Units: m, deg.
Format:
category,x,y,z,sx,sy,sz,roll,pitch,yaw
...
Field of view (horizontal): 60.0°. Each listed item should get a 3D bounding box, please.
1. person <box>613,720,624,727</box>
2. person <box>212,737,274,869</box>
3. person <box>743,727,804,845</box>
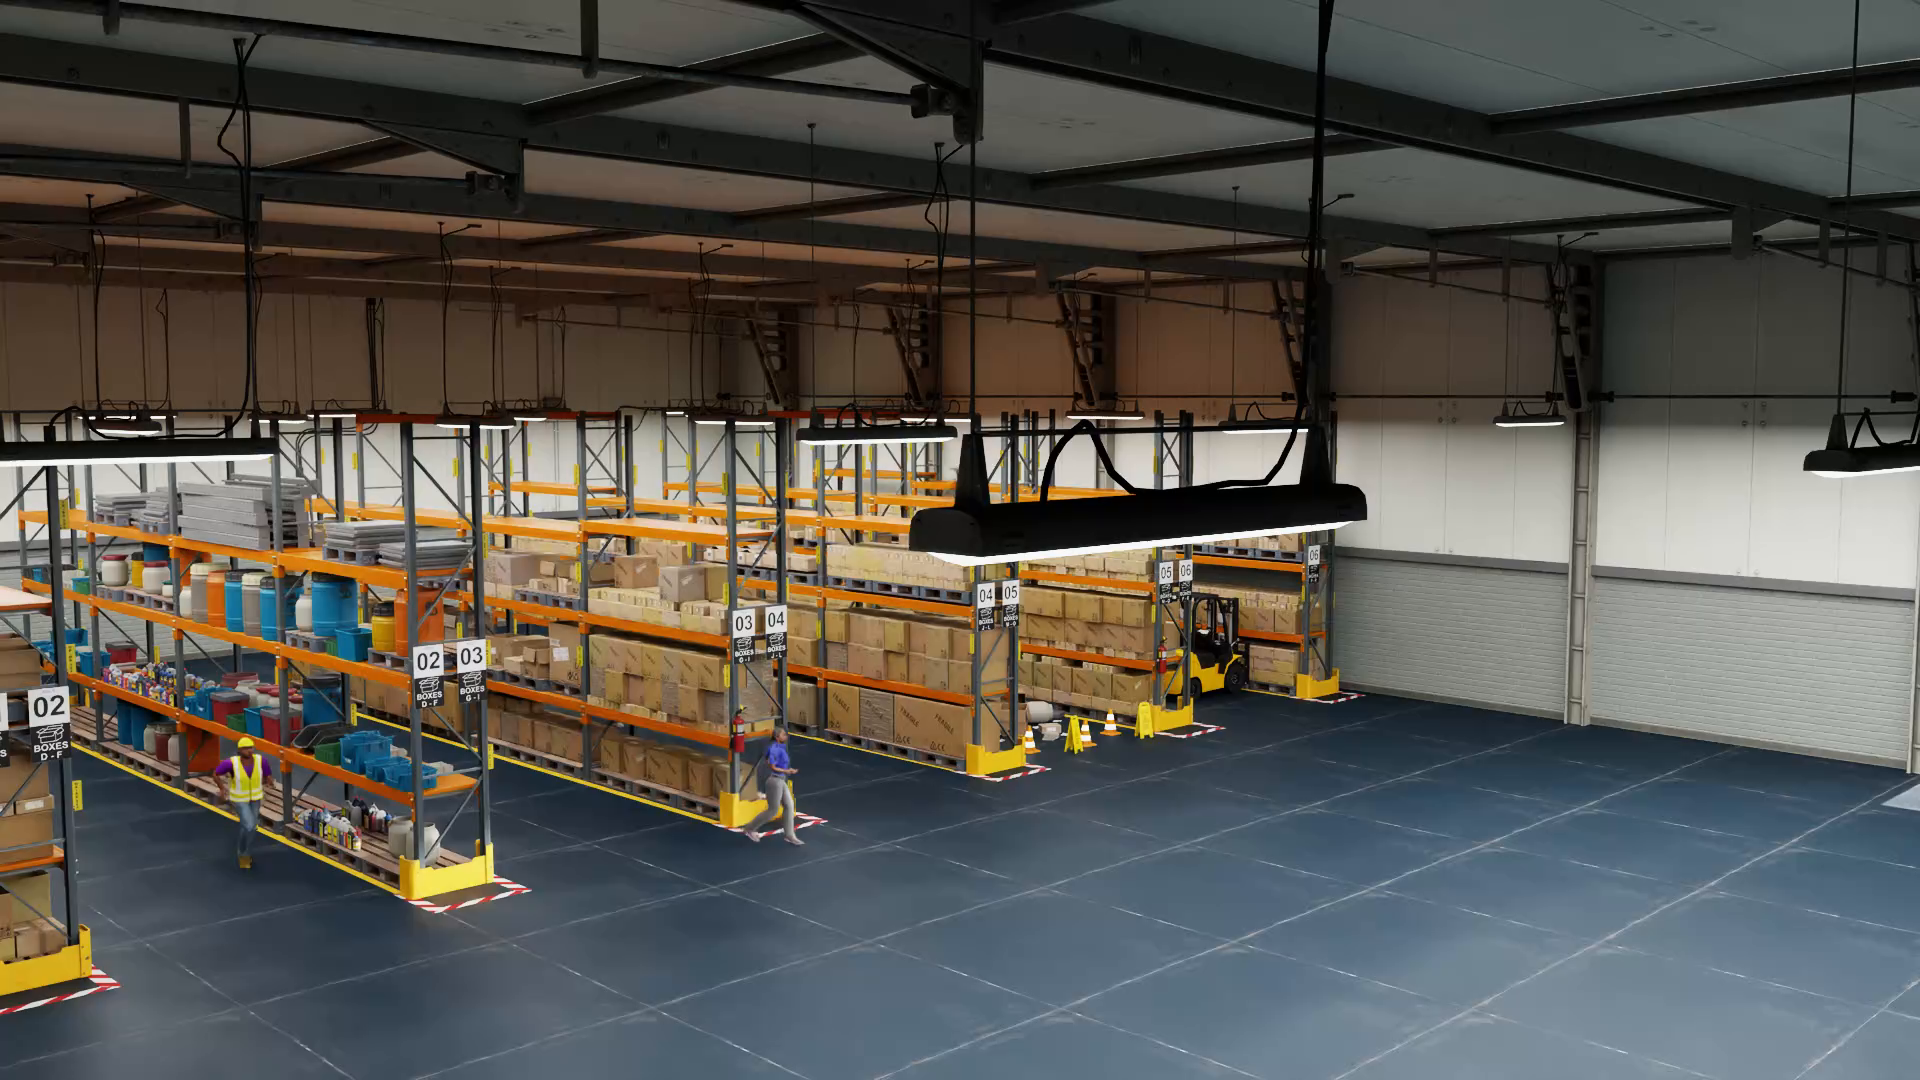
category,x,y,z,sx,sy,sz,roll,pitch,yaw
person,-6.504,2.761,31.785,0.540,1.631,0.574,5,7,44
person,-9.580,3.531,22.341,0.791,1.801,0.693,5,7,44
person,-2.624,3.473,23.466,0.851,1.669,0.589,0,5,2
